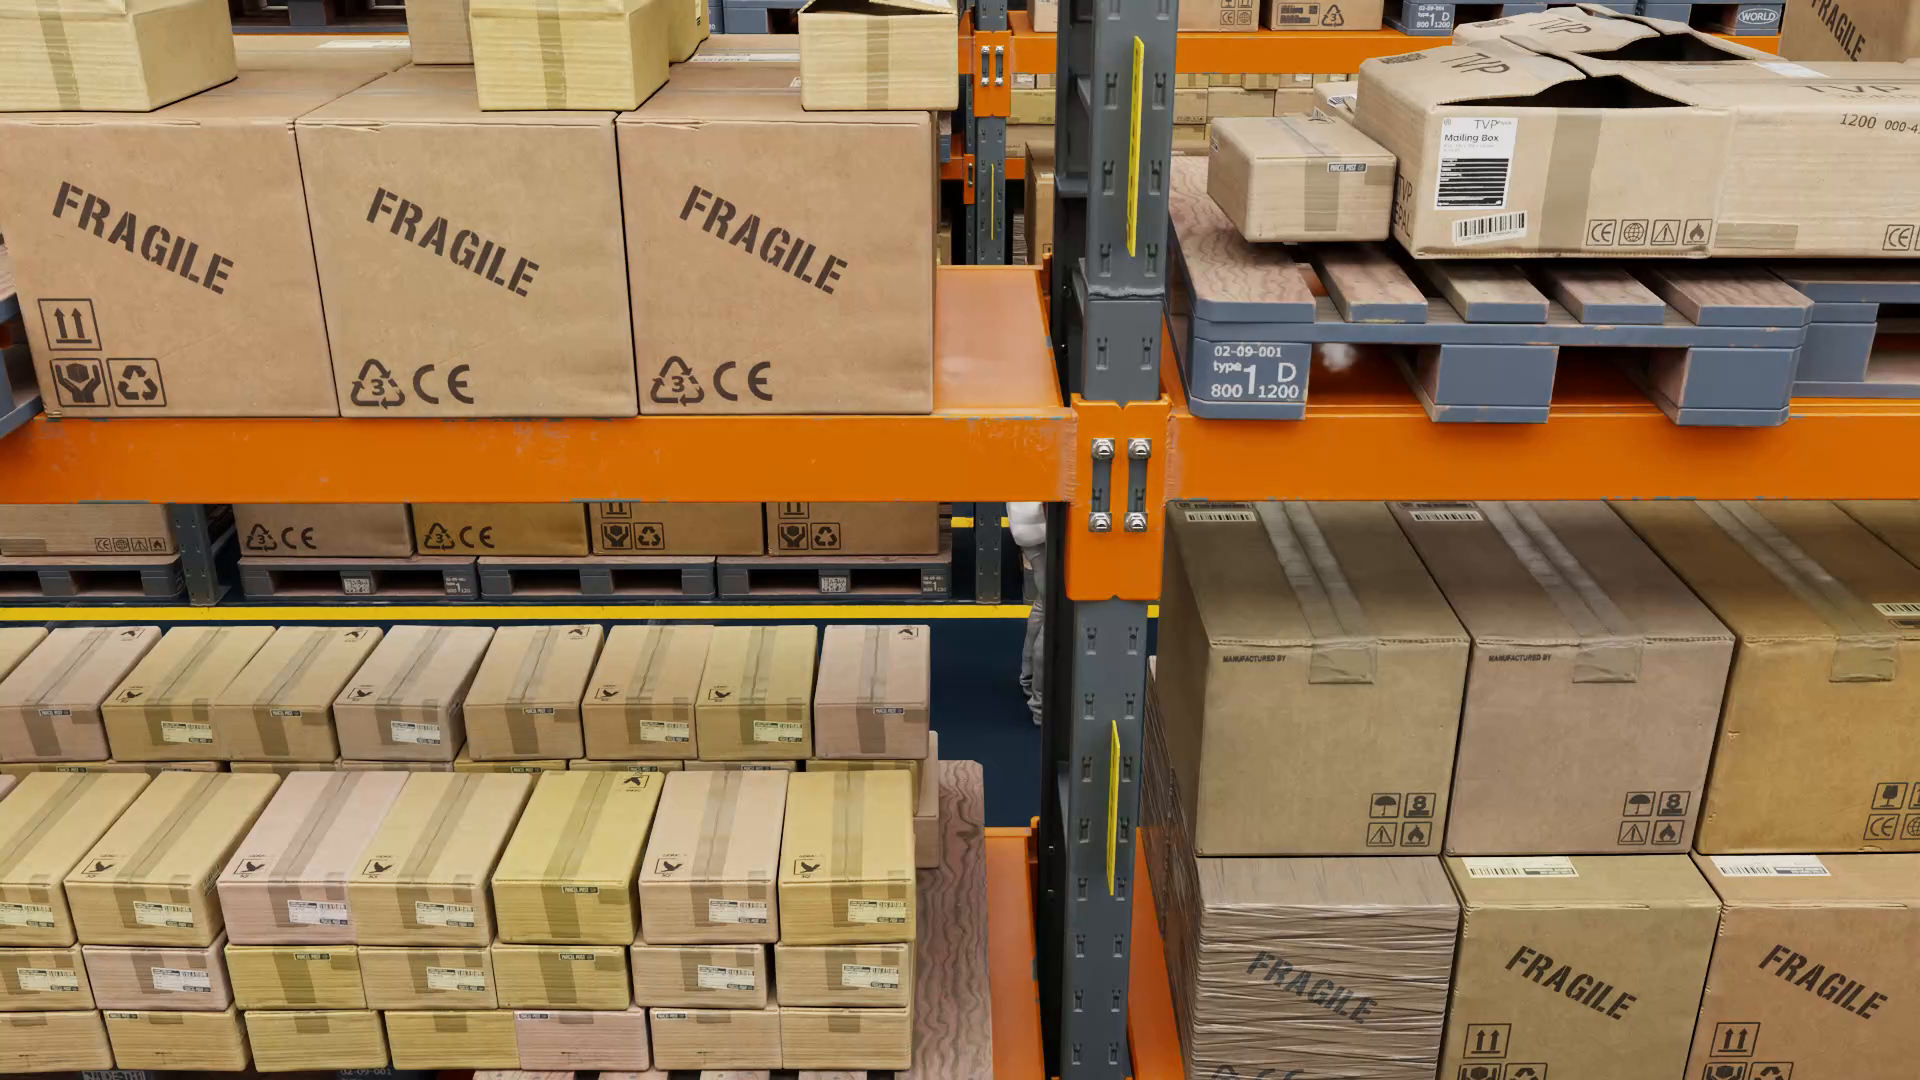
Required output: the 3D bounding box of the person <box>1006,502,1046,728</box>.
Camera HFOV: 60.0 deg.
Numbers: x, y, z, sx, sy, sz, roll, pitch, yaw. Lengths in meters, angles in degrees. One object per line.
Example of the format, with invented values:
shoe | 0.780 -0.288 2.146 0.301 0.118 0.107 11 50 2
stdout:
person | 0.427 -0.055 7.206 0.458 1.757 0.628 -1 24 -3
